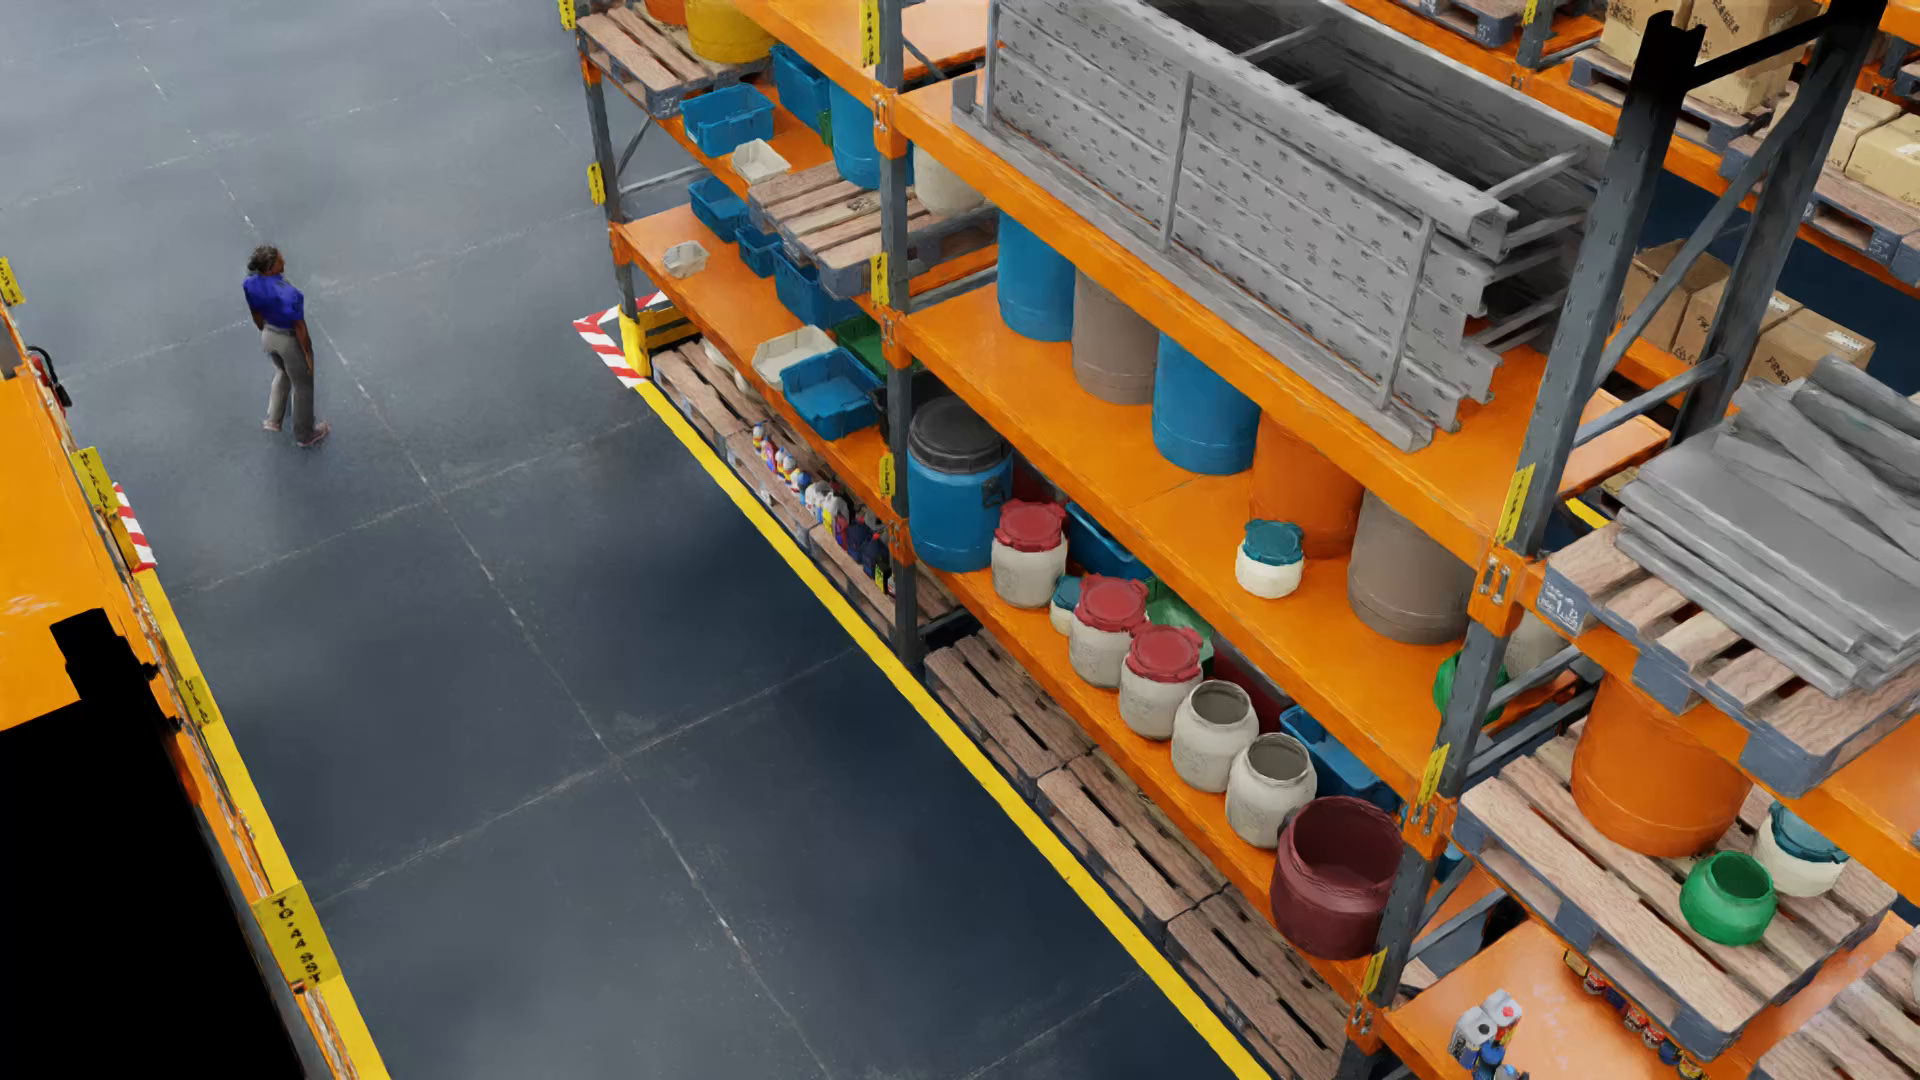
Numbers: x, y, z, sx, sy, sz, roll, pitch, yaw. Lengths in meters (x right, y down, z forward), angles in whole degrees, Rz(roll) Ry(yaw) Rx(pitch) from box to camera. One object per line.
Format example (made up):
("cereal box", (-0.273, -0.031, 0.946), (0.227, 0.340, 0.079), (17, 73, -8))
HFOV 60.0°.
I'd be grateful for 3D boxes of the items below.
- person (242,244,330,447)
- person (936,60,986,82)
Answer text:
("person", (-4.952, -1.410, 12.061), (0.612, 1.650, 0.441), (16, 45, 17))
("person", (-0.033, -3.971, 14.806), (0.569, 1.719, 0.444), (20, 46, 20))
